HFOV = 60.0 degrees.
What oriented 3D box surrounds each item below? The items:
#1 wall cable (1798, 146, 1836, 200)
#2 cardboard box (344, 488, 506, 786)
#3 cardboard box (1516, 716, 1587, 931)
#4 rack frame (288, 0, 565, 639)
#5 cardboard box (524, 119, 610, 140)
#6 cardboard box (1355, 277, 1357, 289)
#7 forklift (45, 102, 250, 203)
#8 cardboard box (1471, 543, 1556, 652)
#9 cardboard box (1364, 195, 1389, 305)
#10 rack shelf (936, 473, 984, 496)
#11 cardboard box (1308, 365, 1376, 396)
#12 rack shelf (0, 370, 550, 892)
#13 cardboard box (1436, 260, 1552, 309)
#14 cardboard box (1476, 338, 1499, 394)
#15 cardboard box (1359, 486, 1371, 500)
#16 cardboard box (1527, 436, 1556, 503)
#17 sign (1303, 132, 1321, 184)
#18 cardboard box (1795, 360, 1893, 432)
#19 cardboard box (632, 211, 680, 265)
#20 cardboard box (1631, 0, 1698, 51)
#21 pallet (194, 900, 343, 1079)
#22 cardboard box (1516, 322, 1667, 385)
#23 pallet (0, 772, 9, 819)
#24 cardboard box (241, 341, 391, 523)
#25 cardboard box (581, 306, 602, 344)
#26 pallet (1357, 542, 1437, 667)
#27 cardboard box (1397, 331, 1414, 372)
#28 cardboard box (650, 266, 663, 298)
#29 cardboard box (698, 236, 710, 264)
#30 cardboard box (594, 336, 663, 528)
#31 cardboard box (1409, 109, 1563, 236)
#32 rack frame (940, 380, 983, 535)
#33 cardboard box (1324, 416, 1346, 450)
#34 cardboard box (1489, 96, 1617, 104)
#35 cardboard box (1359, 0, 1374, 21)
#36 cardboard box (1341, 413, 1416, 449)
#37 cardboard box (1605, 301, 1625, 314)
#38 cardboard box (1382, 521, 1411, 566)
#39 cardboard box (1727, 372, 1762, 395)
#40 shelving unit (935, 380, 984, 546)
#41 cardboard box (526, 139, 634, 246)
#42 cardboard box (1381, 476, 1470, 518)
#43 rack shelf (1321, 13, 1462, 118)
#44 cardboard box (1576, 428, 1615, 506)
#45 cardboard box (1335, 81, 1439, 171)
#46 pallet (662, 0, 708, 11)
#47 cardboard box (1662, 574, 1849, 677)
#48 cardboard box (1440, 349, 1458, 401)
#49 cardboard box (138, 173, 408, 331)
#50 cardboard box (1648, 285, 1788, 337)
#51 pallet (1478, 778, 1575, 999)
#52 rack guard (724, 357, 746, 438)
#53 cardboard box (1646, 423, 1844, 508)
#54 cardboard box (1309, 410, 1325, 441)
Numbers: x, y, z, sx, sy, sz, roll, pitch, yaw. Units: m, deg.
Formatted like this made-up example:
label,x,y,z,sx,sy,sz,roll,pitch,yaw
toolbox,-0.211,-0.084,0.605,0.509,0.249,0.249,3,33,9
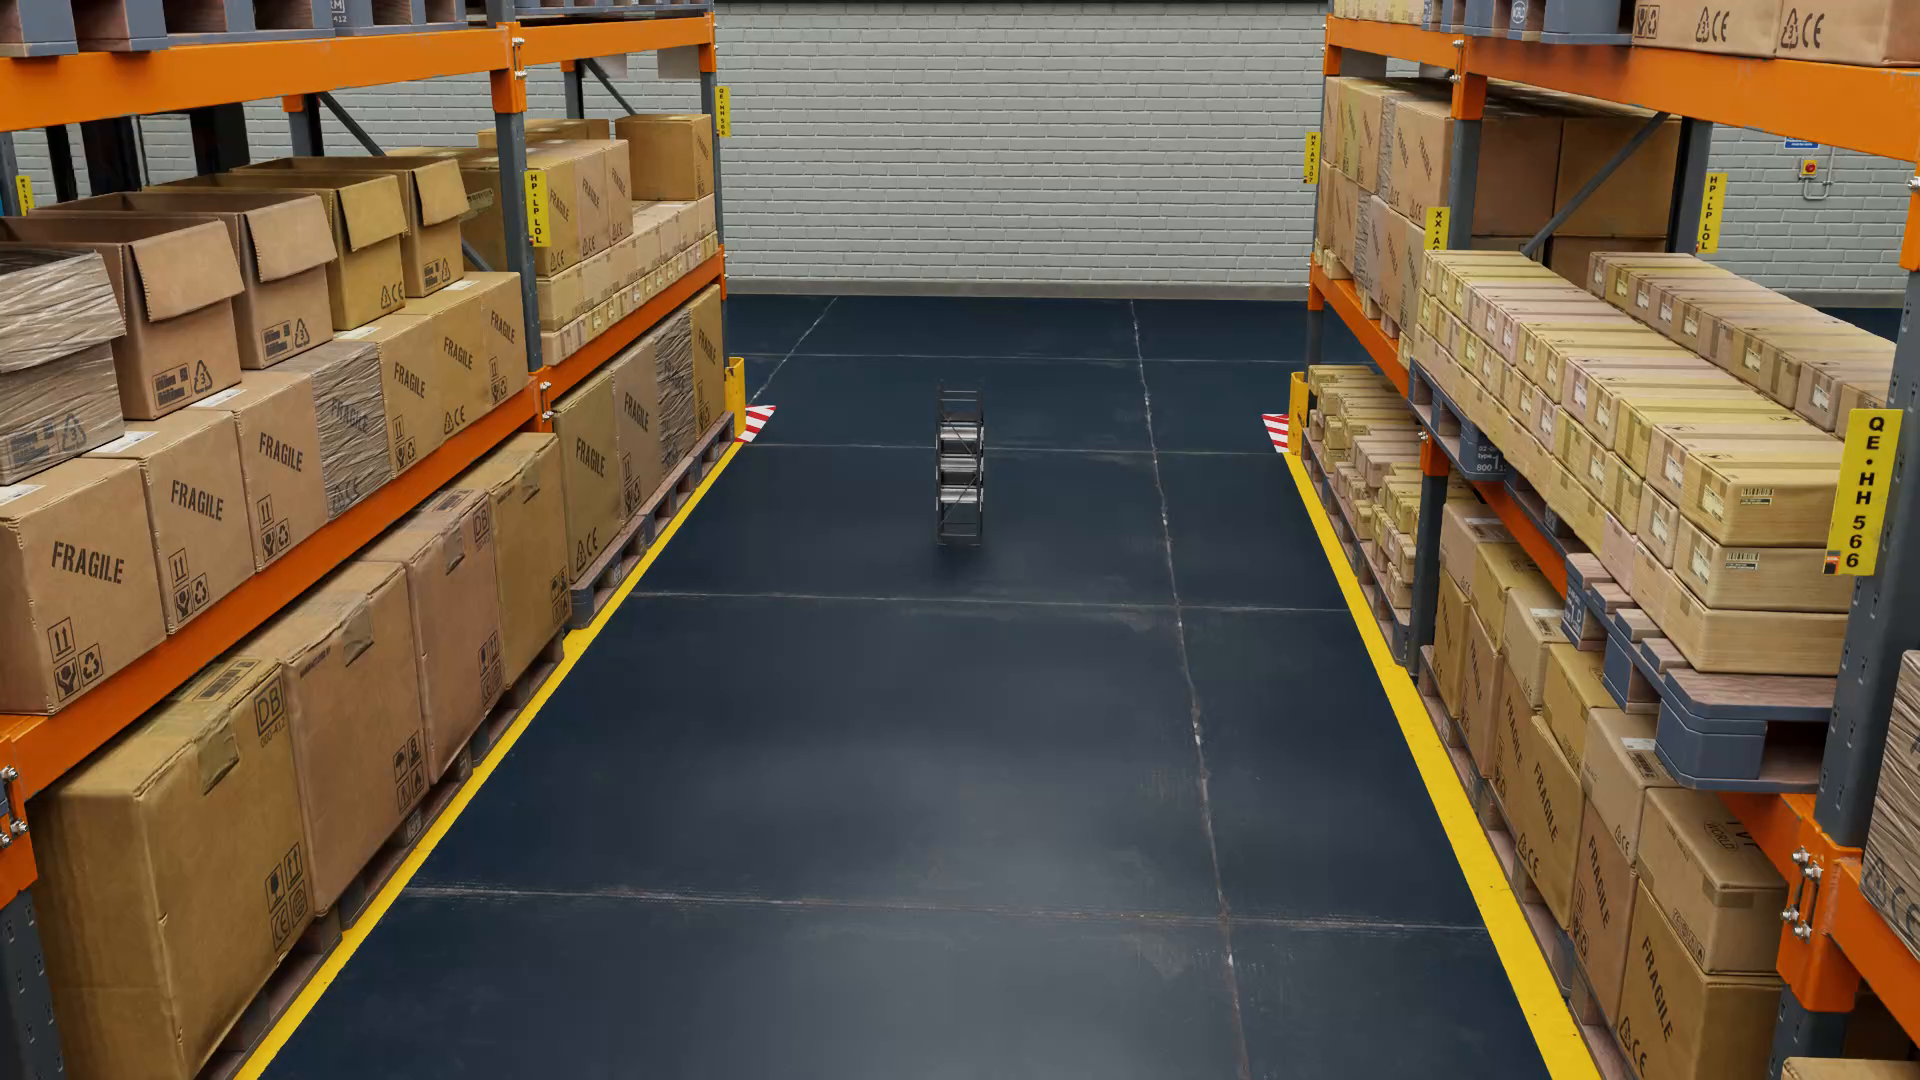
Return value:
label,x,y,z,sx,sy,sz,roll,pitch,yaw
wall cable,8.149,-4.221,15.806,0.585,1.953,0.123,1,18,4
cardboard box,-2.492,0.336,6.317,1.225,0.875,0.875,1,18,2
cardboard box,2.099,0.886,5.242,0.500,0.500,0.500,0,18,1
rack frame,-2.403,-0.951,7.507,1.000,3.000,0.127,1,18,4
cardboard box,-2.456,-2.321,10.248,0.500,0.500,0.500,1,18,3
cardboard box,2.498,-1.509,9.613,0.380,0.149,0.250,1,18,3
forklift,-4.808,-1.609,9.625,1.130,2.935,3.031,3,18,8
cardboard box,2.185,0.212,6.093,0.500,0.250,0.500,2,18,5
cardboard box,2.365,-1.470,8.453,0.500,0.500,0.500,1,18,4
rack shelf,0.001,-0.313,9.329,0.258,0.077,0.200,1,18,4
cardboard box,2.447,-1.023,10.677,0.380,0.149,0.250,0,18,1
rack shelf,-2.546,0.012,5.723,1.077,0.370,4.000,1,18,4
cardboard box,2.036,-0.973,6.348,0.380,0.149,0.250,2,18,5
cardboard box,1.980,-0.593,5.666,0.380,0.149,0.250,2,18,6
cardboard box,2.385,-0.184,9.070,0.380,0.149,0.250,2,18,5
cardboard box,1.924,-0.208,4.970,0.380,0.149,0.250,2,18,6
sign,2.283,-2.474,10.767,0.100,0.325,0.005,1,18,4
cardboard box,2.552,-0.394,4.583,0.380,0.149,0.250,2,18,6
cardboard box,-1.959,-1.791,9.835,0.500,0.250,0.500,1,18,2
cardboard box,2.101,-1.533,4.306,0.500,0.500,0.500,1,18,4
pallet,-2.558,1.374,4.892,1.003,0.211,1.213,1,18,4
cardboard box,1.943,-0.574,5.131,0.380,0.149,0.250,2,18,6
pallet,-2.634,0.607,3.063,1.213,0.211,1.003,1,18,4
cardboard box,-2.278,-0.375,5.591,0.500,0.500,0.500,1,18,4
cardboard box,-2.013,-1.079,8.303,0.380,0.149,0.250,2,18,6
pallet,2.550,0.307,8.147,1.003,0.211,1.213,1,18,4
cardboard box,2.234,-0.866,7.651,0.380,0.149,0.250,1,18,2
cardboard box,-1.923,-1.481,9.529,0.380,0.149,0.250,2,18,5
cardboard box,-1.830,-1.875,10.731,0.380,0.149,0.250,1,18,4
cardboard box,-2.211,-0.623,9.246,0.875,0.875,0.875,1,18,4
cardboard box,2.301,-1.625,7.320,0.500,0.500,0.500,1,18,2
rack frame,0.008,-0.462,9.387,0.240,0.900,0.006,1,18,4
cardboard box,2.398,-0.641,9.988,0.380,0.149,0.250,2,18,6
cardboard box,2.901,-1.924,8.235,0.500,0.500,0.500,2,18,5
cardboard box,2.471,-2.948,9.025,0.500,0.250,0.500,1,18,2
cardboard box,2.373,-0.614,9.428,0.380,0.149,0.250,2,18,5
cardboard box,2.688,-0.820,6.360,0.380,0.149,0.250,1,18,4
cardboard box,2.250,0.016,7.983,0.380,0.149,0.250,0,18,1
cardboard box,2.592,-0.417,5.131,0.380,0.149,0.250,2,18,6
shelving unit,0.001,-0.430,9.291,0.258,0.900,0.210,1,18,4
cardboard box,-2.038,-1.835,8.764,0.500,0.500,0.500,1,18,2
cardboard box,2.292,-0.210,8.195,0.380,0.149,0.250,1,18,3
rack shelf,2.680,-2.513,8.614,1.077,0.370,4.000,1,18,4
cardboard box,1.884,-0.194,4.448,0.380,0.149,0.250,1,18,4
cardboard box,2.497,-2.425,9.761,0.500,0.500,0.500,2,18,6
pallet,-2.159,-3.346,10.141,1.003,0.211,1.213,1,18,4
cardboard box,1.827,0.190,3.755,0.380,0.149,0.250,2,18,5
cardboard box,2.014,-0.613,6.205,0.380,0.149,0.250,1,18,4
cardboard box,-2.501,-1.063,6.080,0.797,0.503,0.637,1,18,5
cardboard box,2.646,-0.797,5.812,0.380,0.149,0.250,1,18,4
pallet,2.398,1.138,5.610,1.003,0.211,1.213,1,18,4
rack guard,-2.114,-1.013,11.710,1.175,0.500,0.348,1,18,4
cardboard box,1.848,-0.170,3.897,0.380,0.149,0.250,1,18,3
cardboard box,2.467,-0.740,10.768,0.380,0.149,0.250,2,18,5
